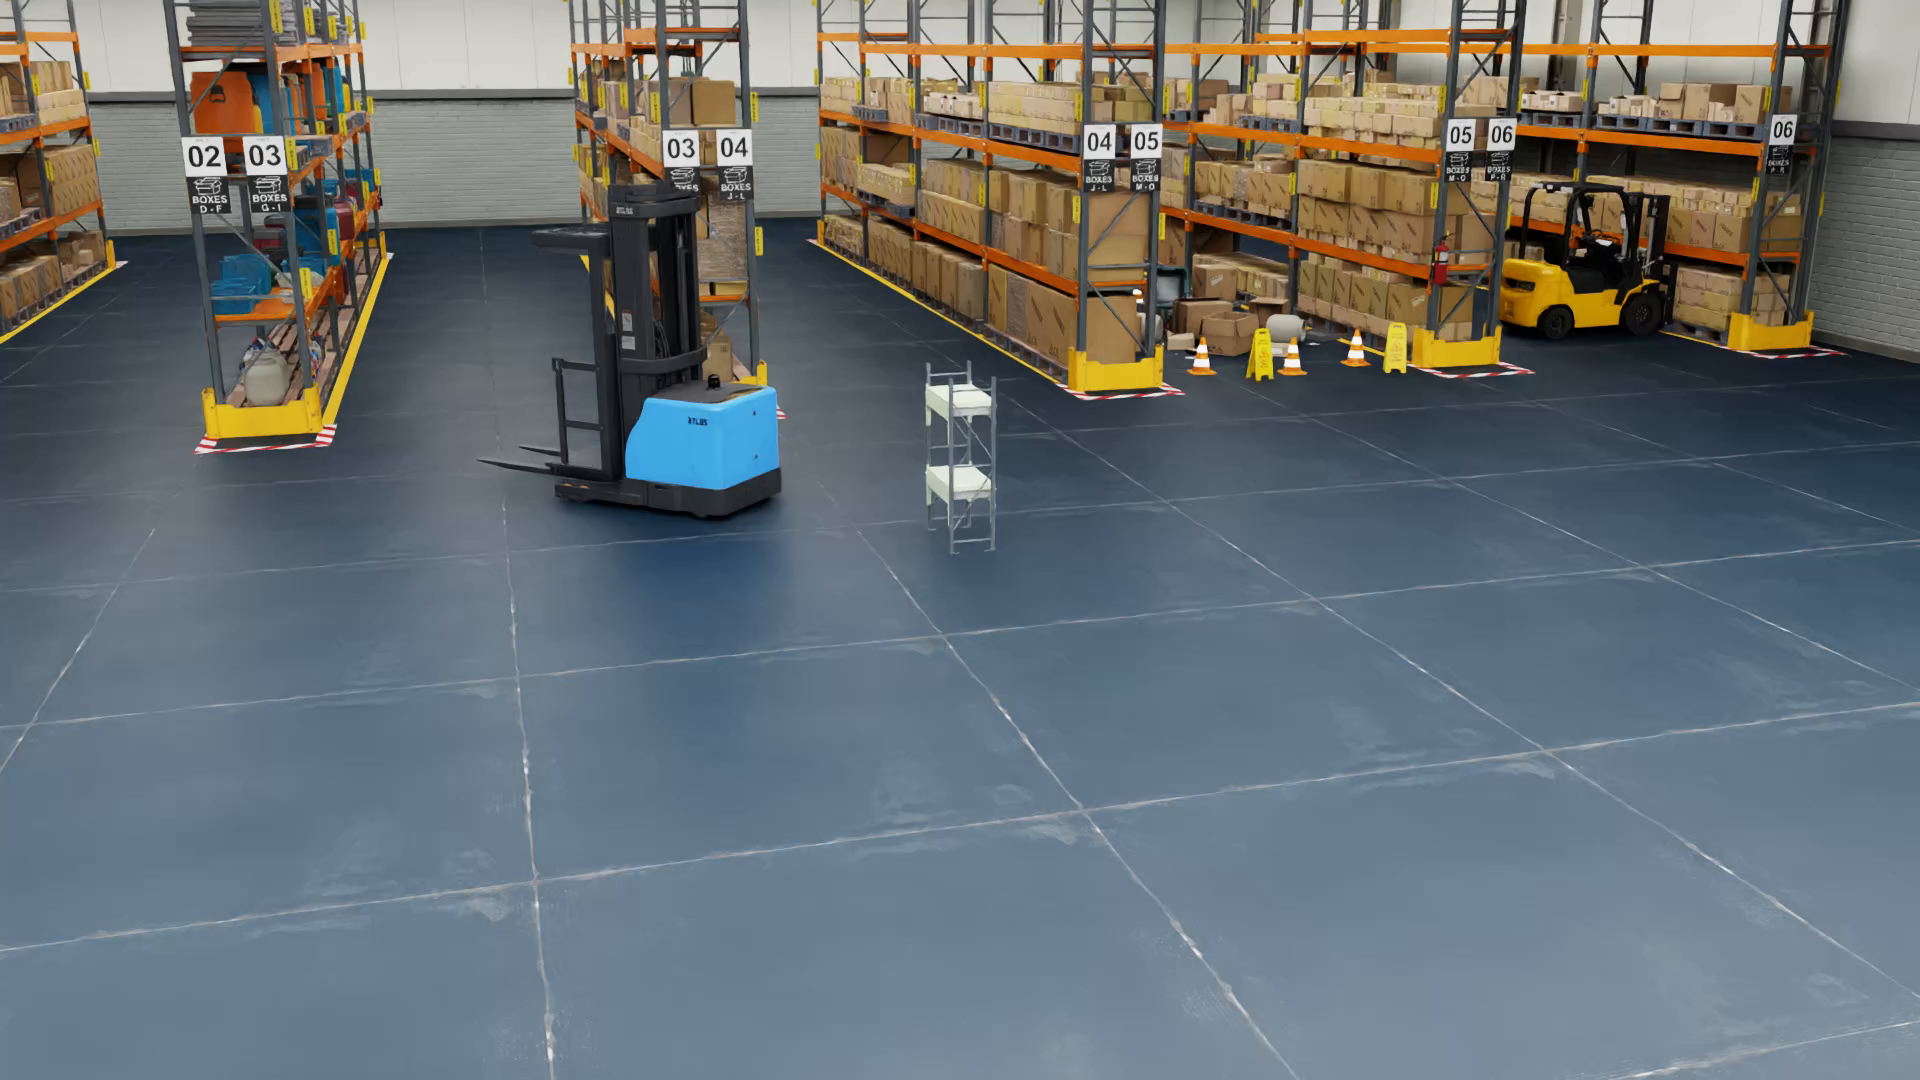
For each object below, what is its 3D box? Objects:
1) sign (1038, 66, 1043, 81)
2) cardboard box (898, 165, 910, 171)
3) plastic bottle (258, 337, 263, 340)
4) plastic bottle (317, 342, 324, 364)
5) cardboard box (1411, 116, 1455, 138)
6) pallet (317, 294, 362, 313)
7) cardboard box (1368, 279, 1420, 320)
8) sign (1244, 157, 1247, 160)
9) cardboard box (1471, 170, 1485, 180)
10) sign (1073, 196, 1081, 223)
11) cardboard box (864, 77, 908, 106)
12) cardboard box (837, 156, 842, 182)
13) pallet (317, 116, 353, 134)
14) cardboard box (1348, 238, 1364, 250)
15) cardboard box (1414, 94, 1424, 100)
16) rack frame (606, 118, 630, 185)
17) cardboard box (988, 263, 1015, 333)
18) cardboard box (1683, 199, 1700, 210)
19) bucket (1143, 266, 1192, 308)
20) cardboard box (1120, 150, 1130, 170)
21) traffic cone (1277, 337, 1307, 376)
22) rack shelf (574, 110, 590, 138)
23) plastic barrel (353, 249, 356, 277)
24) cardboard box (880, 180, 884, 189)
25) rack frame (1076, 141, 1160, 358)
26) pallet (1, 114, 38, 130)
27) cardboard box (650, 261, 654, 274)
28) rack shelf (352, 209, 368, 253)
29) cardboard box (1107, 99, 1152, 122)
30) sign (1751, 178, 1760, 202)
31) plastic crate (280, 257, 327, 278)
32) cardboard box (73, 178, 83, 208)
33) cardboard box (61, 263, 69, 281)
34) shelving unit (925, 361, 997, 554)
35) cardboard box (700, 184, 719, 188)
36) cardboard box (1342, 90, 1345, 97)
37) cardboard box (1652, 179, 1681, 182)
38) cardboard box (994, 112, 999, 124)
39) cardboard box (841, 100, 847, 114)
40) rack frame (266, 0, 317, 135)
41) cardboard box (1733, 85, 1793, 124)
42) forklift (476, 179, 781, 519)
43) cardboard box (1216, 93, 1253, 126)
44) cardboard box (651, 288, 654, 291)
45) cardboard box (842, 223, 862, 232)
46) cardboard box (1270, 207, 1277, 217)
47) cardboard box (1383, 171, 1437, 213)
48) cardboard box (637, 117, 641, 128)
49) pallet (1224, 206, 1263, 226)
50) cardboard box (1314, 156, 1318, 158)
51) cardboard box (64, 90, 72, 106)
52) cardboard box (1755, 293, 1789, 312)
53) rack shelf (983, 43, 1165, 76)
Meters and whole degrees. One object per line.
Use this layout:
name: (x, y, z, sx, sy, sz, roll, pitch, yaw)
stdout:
sign: (1.738, -10.062, 35.863, 0.100, 0.325, 0.005, -5, 17, -15)
cardboard box: (-0.917, -6.809, 30.579, 0.380, 0.149, 0.250, -5, 18, -17)
plastic bottle: (-9.053, -2.498, 21.530, 0.097, 0.271, 0.097, 0, 17, 0)
plastic bottle: (-8.128, -2.376, 21.104, 0.061, 0.283, 0.133, -4, 17, -12)
cardboard box: (6.271, -5.412, 21.786, 0.500, 0.250, 0.500, -5, 17, -16)
pallet: (-10.075, -3.702, 26.409, 1.003, 0.211, 1.213, -5, 17, -15)
cardboard box: (6.053, -3.373, 23.214, 0.500, 0.500, 0.500, -4, 17, -13)
sign: (4.991, -6.560, 29.202, 0.100, 0.325, 0.005, -5, 17, -15)
cardboard box: (9.218, -6.496, 29.561, 0.380, 0.149, 0.250, -4, 17, -14)
sign: (1.413, -3.995, 20.112, 0.100, 0.325, 0.005, -5, 17, -15)
cardboard box: (-1.360, -8.257, 30.609, 0.700, 0.500, 0.500, -5, 17, -15)
cardboard box: (-2.160, -7.413, 33.225, 0.500, 0.500, 0.500, -5, 17, -17)
pallet: (-9.935, -6.388, 25.619, 1.003, 0.211, 1.213, -5, 17, -15)
cardboard box: (5.788, -4.237, 23.778, 0.380, 0.149, 0.250, -5, 17, -15)
cardboard box: (8.704, -8.239, 31.021, 0.380, 0.149, 0.250, -5, 17, -15)
rack frame: (-5.056, -5.214, 26.597, 1.000, 3.000, 0.127, -5, 17, -15)
cardboard box: (0.945, -3.476, 23.774, 0.875, 0.875, 0.875, -4, 17, -14)
cardboard box: (10.790, -4.895, 24.233, 0.380, 0.149, 0.250, -5, 18, -17)
bucket: (3.094, -3.777, 24.860, 0.726, 0.611, 0.620, 1, 7, 4)
cardboard box: (3.384, -7.348, 31.788, 0.500, 0.500, 0.500, -5, 17, -16)
traffic cone: (4.338, -2.405, 21.655, 0.336, 0.463, 0.334, -5, 17, -15)
rack shelf: (-6.705, -7.966, 31.794, 1.077, 0.370, 4.000, -5, 17, -15)
plastic barrel: (-10.785, -4.973, 28.713, 0.600, 0.901, 0.708, -5, 17, -15)
cardboard box: (-1.190, -6.259, 29.265, 0.380, 0.149, 0.250, -4, 17, -14)
rack frame: (1.939, -3.366, 20.443, 1.000, 3.000, 0.127, -5, 17, -15)
pallet: (-15.570, -6.699, 26.653, 1.213, 0.211, 1.003, -5, 17, -15)
cardboard box: (-3.762, -3.490, 21.295, 0.380, 0.149, 0.250, -5, 17, -15)
rack shelf: (-10.368, -5.031, 27.238, 1.077, 0.370, 4.000, -5, 17, -15)
cardboard box: (2.053, -5.276, 20.427, 0.500, 0.250, 0.500, -5, 17, -15)
sign: (10.917, -4.807, 22.818, 0.100, 0.325, 0.005, -5, 17, -15)
plastic crate: (-8.154, -3.360, 20.684, 0.499, 0.251, 0.616, -5, 17, -15)
cardboard box: (-15.980, -6.169, 29.603, 0.500, 0.500, 0.500, -5, 17, -16)
cardboard box: (-15.589, -4.595, 28.443, 0.500, 0.311, 0.500, -5, 17, -15)
shelving unit: (0.002, -0.716, 14.230, 0.431, 1.500, 0.755, -5, 17, -15)
cardboard box: (-3.016, -4.121, 20.530, 0.500, 0.500, 0.500, -5, 17, -15)
cardboard box: (7.844, -8.949, 33.349, 0.380, 0.149, 0.250, -4, 17, -14)
cardboard box: (10.965, -5.512, 25.771, 0.380, 0.149, 0.250, -5, 17, -16)
cardboard box: (0.686, -5.838, 22.993, 0.380, 0.149, 0.250, -5, 17, -15)
cardboard box: (-2.020, -8.444, 32.394, 0.500, 0.250, 0.500, -5, 17, -16)
rack frame: (-8.719, -6.589, 20.747, 1.000, 3.000, 0.127, -5, 17, -15)
cardboard box: (11.086, -6.015, 22.971, 0.500, 0.500, 0.500, -4, 17, -13)
forklift: (-3.245, -1.872, 15.589, 3.031, 2.935, 1.130, 8, 19, 25)
cardboard box: (4.723, -7.219, 27.884, 0.700, 0.500, 0.500, -5, 17, -15)
cardboard box: (-4.218, -3.426, 24.225, 0.700, 0.500, 0.500, -5, 17, -16)
cardboard box: (-2.136, -6.238, 33.198, 0.380, 0.149, 0.250, -5, 18, -17)
cardboard box: (5.109, -5.167, 26.146, 0.380, 0.149, 0.250, -5, 17, -17)
cardboard box: (6.188, -4.719, 22.518, 0.700, 0.500, 0.500, -5, 17, -15)
cardboard box: (-4.025, -5.481, 21.839, 0.380, 0.149, 0.250, -6, 18, -18)
pallet: (5.056, -5.362, 27.421, 1.003, 0.211, 1.213, -5, 17, -15)
cardboard box: (7.699, -8.288, 36.575, 0.500, 0.250, 0.500, -4, 17, -14)
cardboard box: (-16.123, -7.850, 29.550, 0.500, 0.250, 0.500, -5, 17, -15)
cardboard box: (11.513, -3.449, 23.899, 0.500, 0.250, 0.500, -4, 17, -14)
rack shelf: (1.389, -6.256, 21.582, 1.077, 0.370, 4.000, -5, 17, -15)
